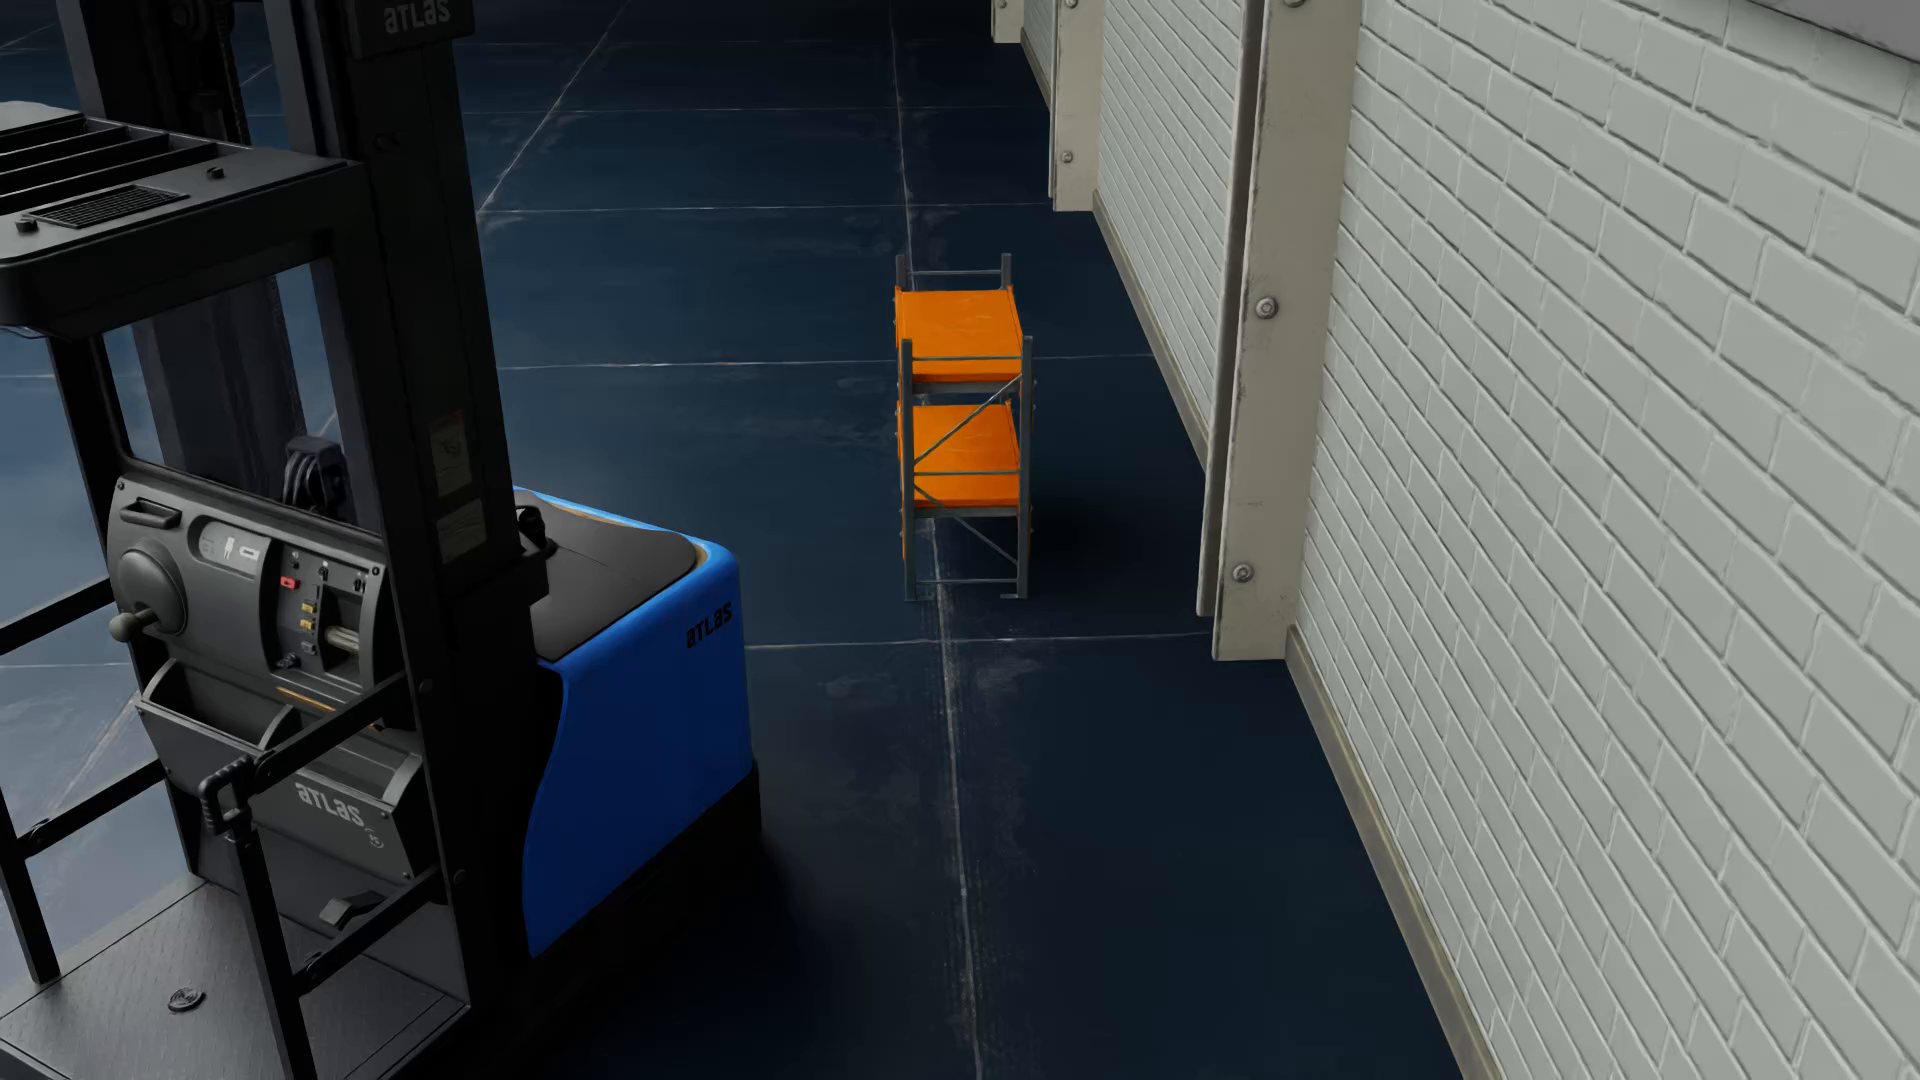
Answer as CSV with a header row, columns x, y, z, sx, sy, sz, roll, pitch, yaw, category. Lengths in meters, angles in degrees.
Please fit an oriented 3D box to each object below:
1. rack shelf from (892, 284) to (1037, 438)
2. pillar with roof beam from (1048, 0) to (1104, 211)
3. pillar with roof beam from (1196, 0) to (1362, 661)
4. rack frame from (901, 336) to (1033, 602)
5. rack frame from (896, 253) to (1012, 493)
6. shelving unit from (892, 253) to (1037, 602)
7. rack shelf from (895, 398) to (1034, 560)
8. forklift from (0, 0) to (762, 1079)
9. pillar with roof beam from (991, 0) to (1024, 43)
x,y,z,sx,sy,sz,roll,pitch,yaw,category
0.000,-0.755,6.849,0.538,0.278,1.000,-1,28,-3,rack shelf
-3.497,-6.291,9.580,9.100,9.000,0.400,-1,28,-3,pillar with roof beam
-3.183,-3.520,4.267,9.100,9.000,0.400,-1,28,-3,pillar with roof beam
0.027,-0.261,6.534,0.500,1.125,0.032,-1,28,-3,rack frame
-0.026,-0.730,7.434,0.500,1.125,0.032,-1,28,-3,rack frame
0.000,-0.496,6.984,0.538,1.125,1.048,-1,28,-3,shelving unit
0.000,-0.279,7.097,0.538,0.278,1.000,-1,28,-3,rack shelf
-1.804,0.157,3.779,1.130,2.935,3.031,15,31,26,forklift
-3.810,-9.061,14.893,9.100,9.000,0.400,-1,28,-3,pillar with roof beam
